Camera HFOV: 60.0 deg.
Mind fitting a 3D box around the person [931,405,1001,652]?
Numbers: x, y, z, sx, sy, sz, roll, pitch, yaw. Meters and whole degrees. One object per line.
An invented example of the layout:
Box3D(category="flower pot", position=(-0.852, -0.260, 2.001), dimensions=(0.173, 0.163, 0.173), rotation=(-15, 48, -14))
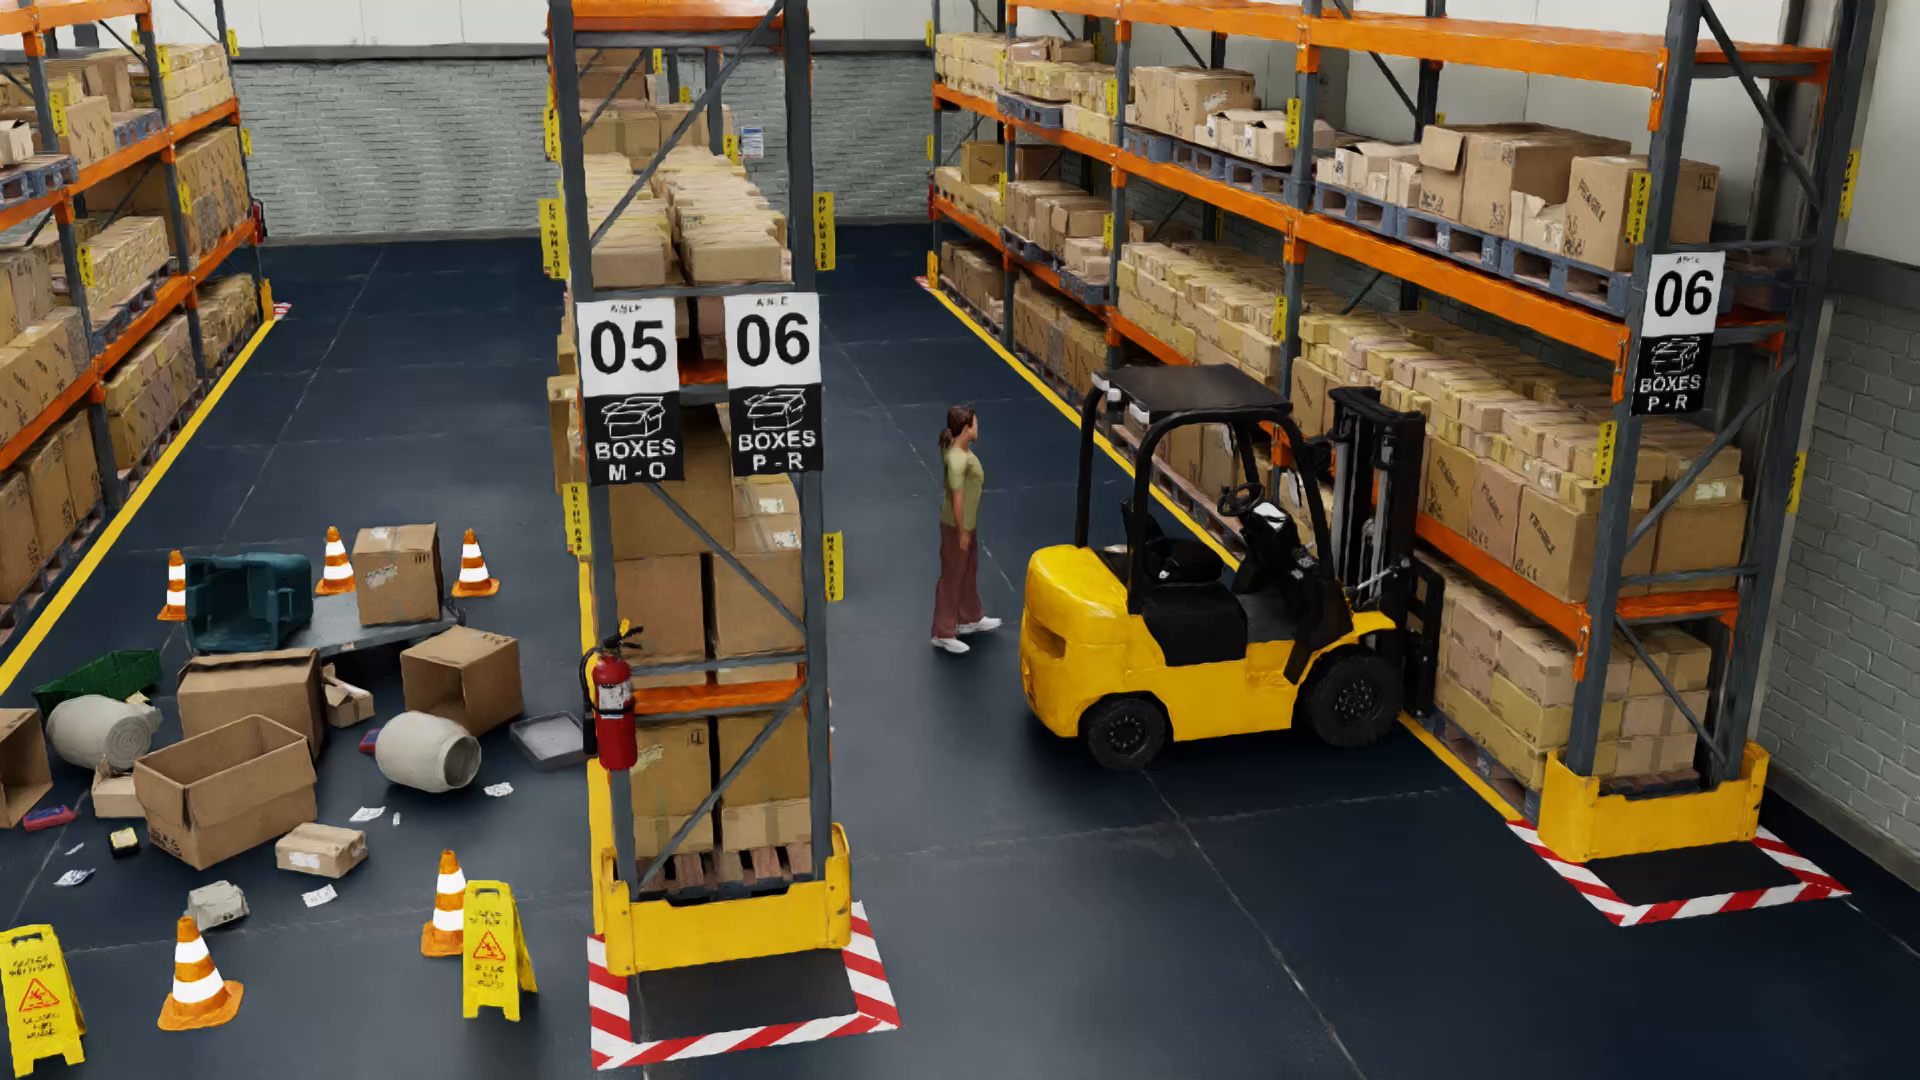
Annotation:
Box3D(category="person", position=(0.046, 0.017, 11.328), dimensions=(0.493, 1.421, 0.546), rotation=(0, 20, -1))
